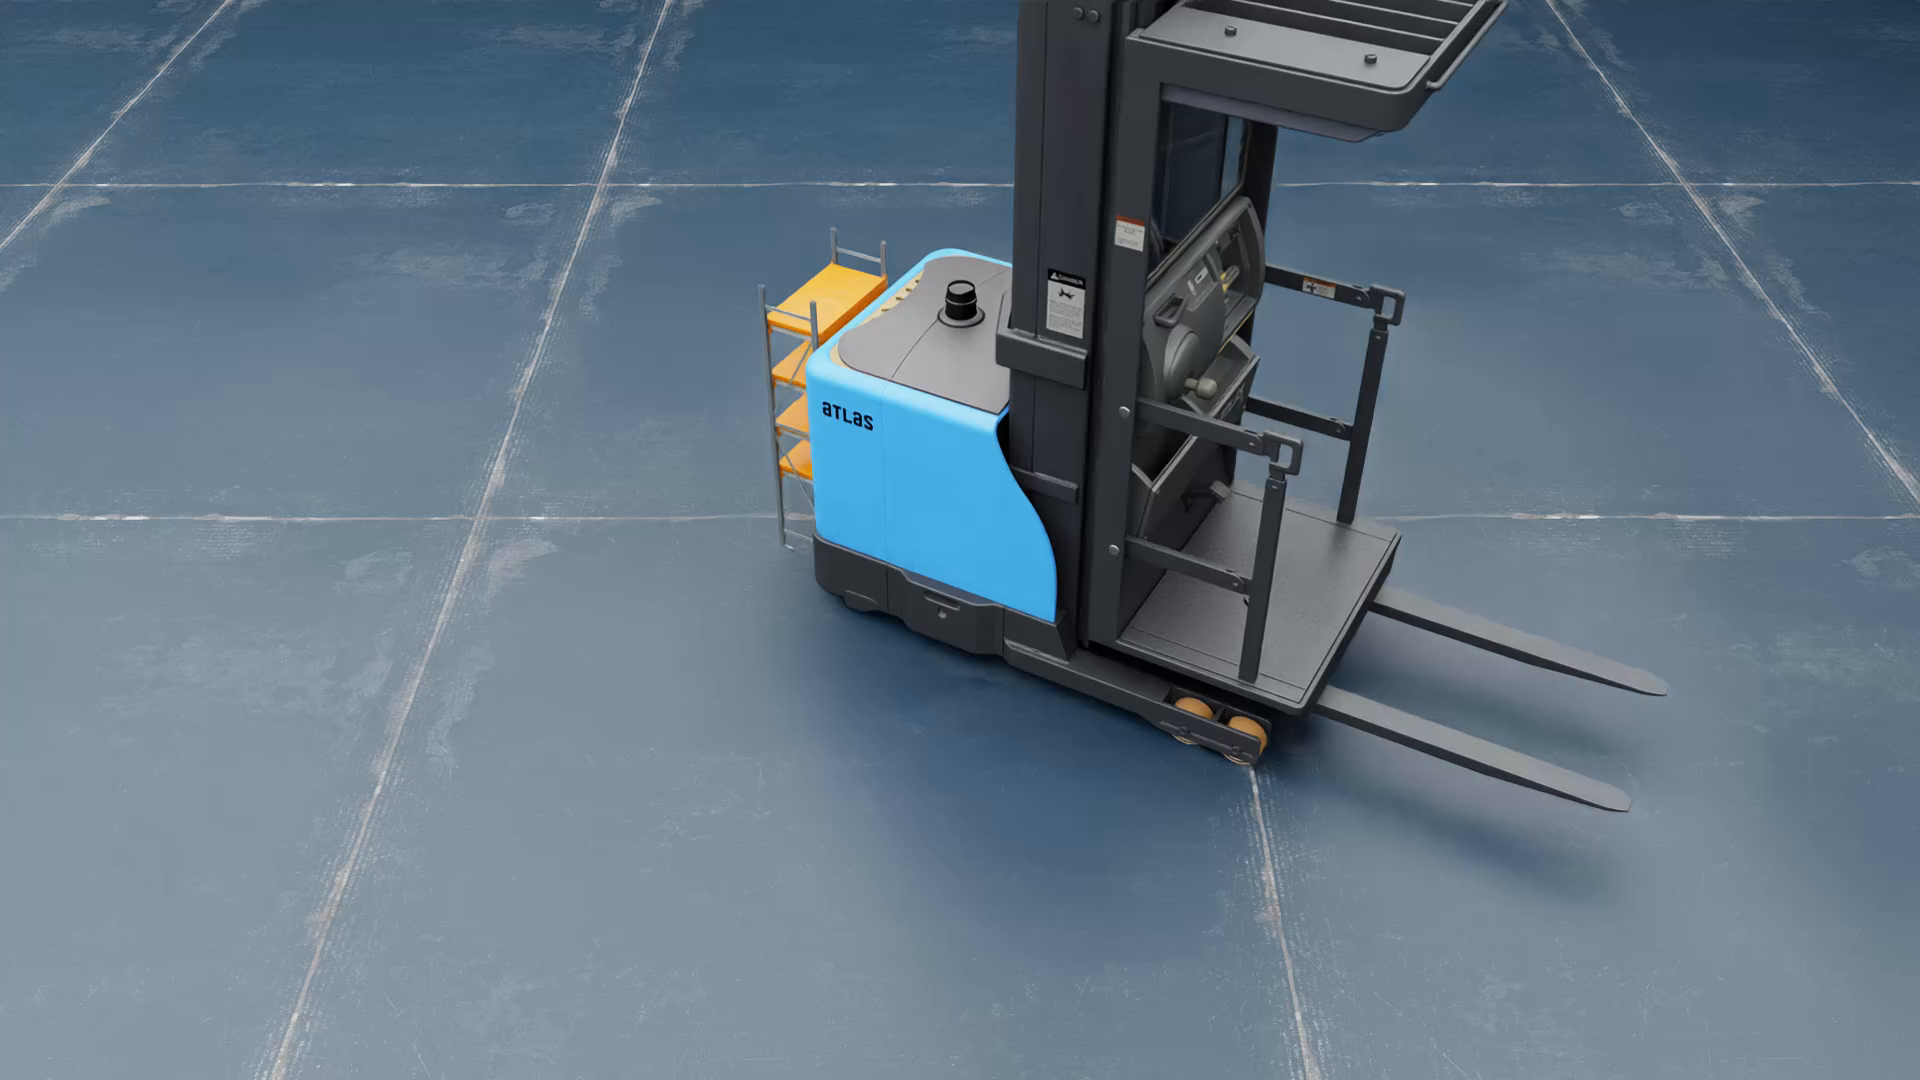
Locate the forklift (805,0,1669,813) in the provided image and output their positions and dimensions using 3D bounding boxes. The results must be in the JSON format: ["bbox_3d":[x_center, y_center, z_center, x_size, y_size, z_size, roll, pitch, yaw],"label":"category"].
[{"bbox_3d":[0.977,-0.747,5.338,3.031,2.935,1.130,19,43,22],"label":"forklift"}]

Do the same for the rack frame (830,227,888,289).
[{"bbox_3d":[-0.383,-0.678,6.637,0.240,1.200,0.015,19,42,22],"label":"rack frame"}]

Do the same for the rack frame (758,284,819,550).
[{"bbox_3d":[-0.618,-0.411,6.303,0.240,1.200,0.015,19,42,22],"label":"rack frame"}]

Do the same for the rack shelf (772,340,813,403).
[{"bbox_3d":[-0.500,-0.667,6.372,0.258,0.148,0.480,19,42,22],"label":"rack shelf"}]

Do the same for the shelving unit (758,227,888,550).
[{"bbox_3d":[-0.500,-0.545,6.470,0.258,1.200,0.503,19,42,22],"label":"shelving unit"}]

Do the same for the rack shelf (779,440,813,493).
[{"bbox_3d":[-0.500,-0.337,6.637,0.258,0.148,0.480,19,42,22],"label":"rack shelf"}]

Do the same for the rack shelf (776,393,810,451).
[{"bbox_3d":[-0.500,-0.492,6.512,0.258,0.148,0.480,19,42,22],"label":"rack shelf"}]

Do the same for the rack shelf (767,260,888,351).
[{"bbox_3d":[-0.500,-0.851,6.225,0.258,0.148,0.480,19,42,22],"label":"rack shelf"}]
